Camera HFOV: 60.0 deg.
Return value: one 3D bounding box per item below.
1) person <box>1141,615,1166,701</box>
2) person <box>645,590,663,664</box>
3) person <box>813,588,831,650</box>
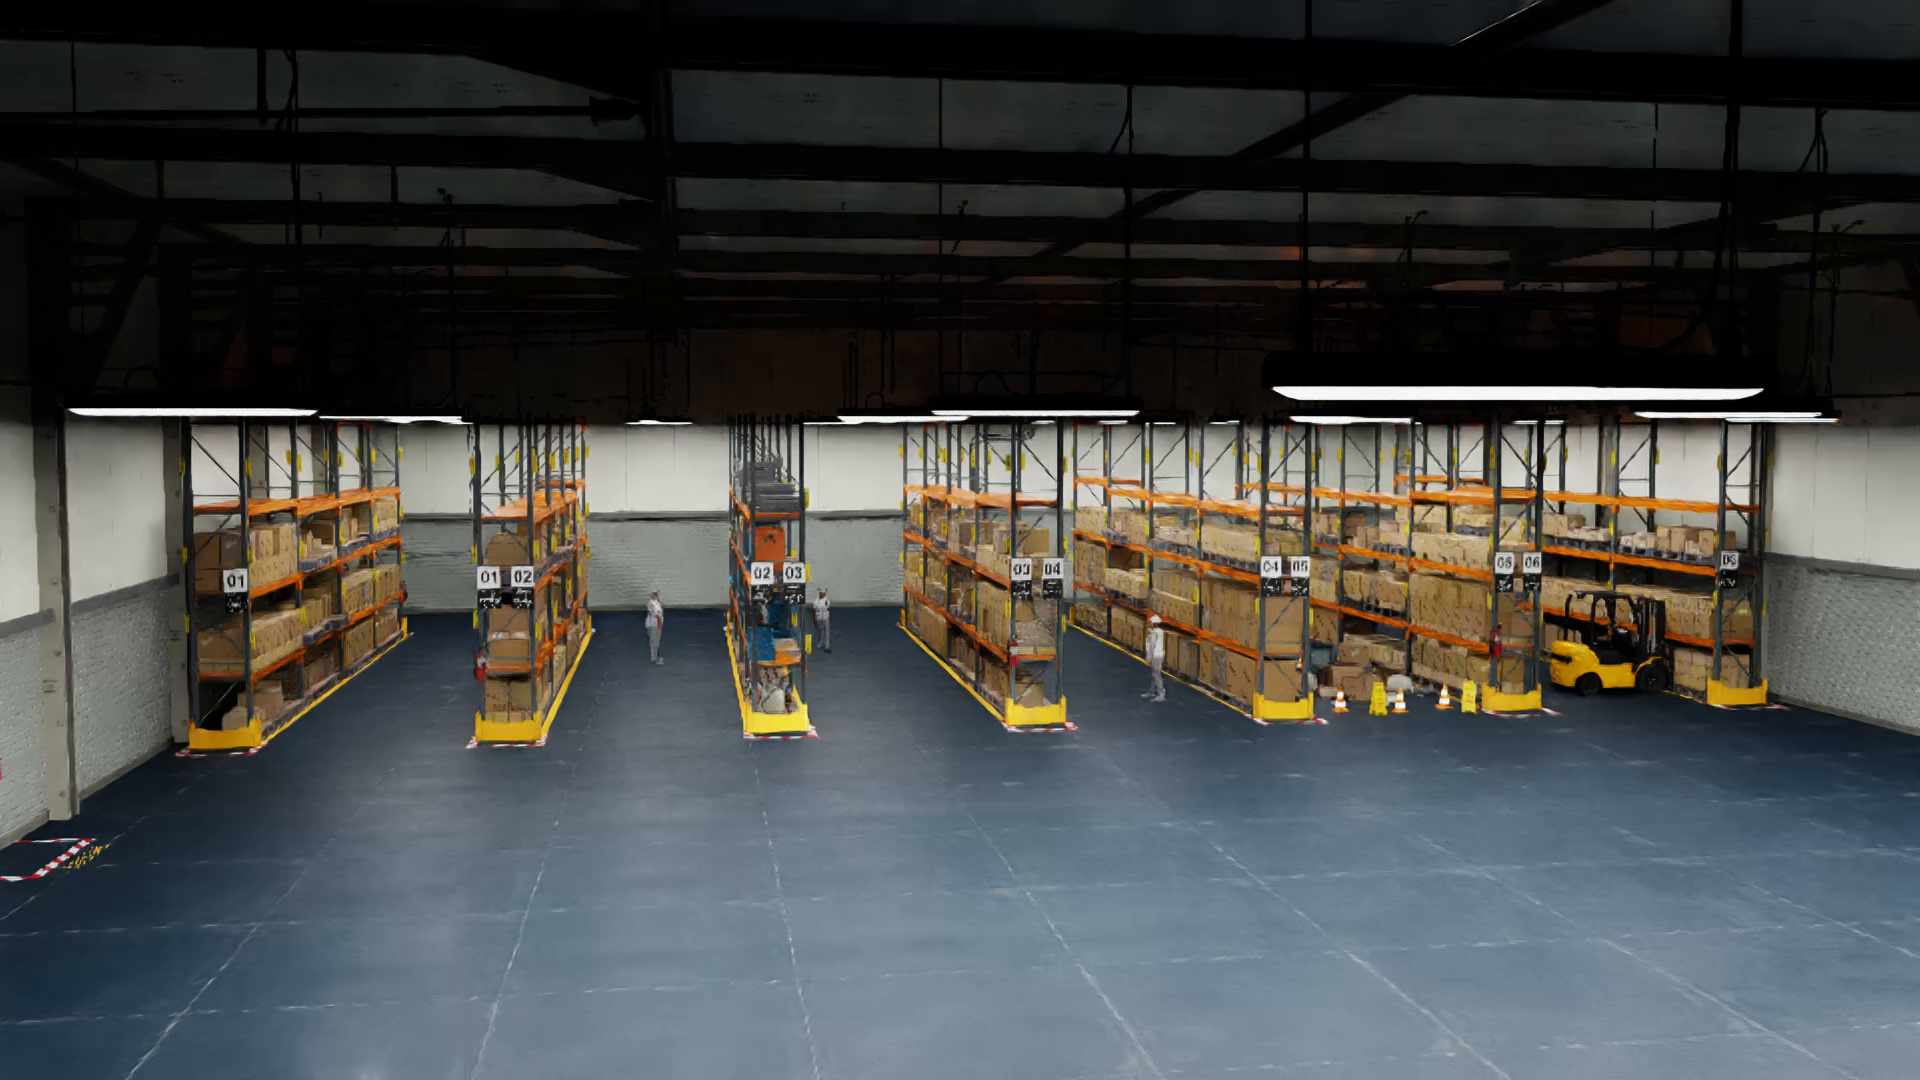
[{"bbox_3d":[4.061,2.452,34.883,0.570,1.768,0.627,1,4,19],"label":"person"},{"bbox_3d":[-7.352,2.093,40.258,0.492,1.767,0.626,-3,5,-35],"label":"person"},{"bbox_3d":[-3.546,2.009,42.730,0.454,1.585,1.088,0,4,-7],"label":"person"}]
